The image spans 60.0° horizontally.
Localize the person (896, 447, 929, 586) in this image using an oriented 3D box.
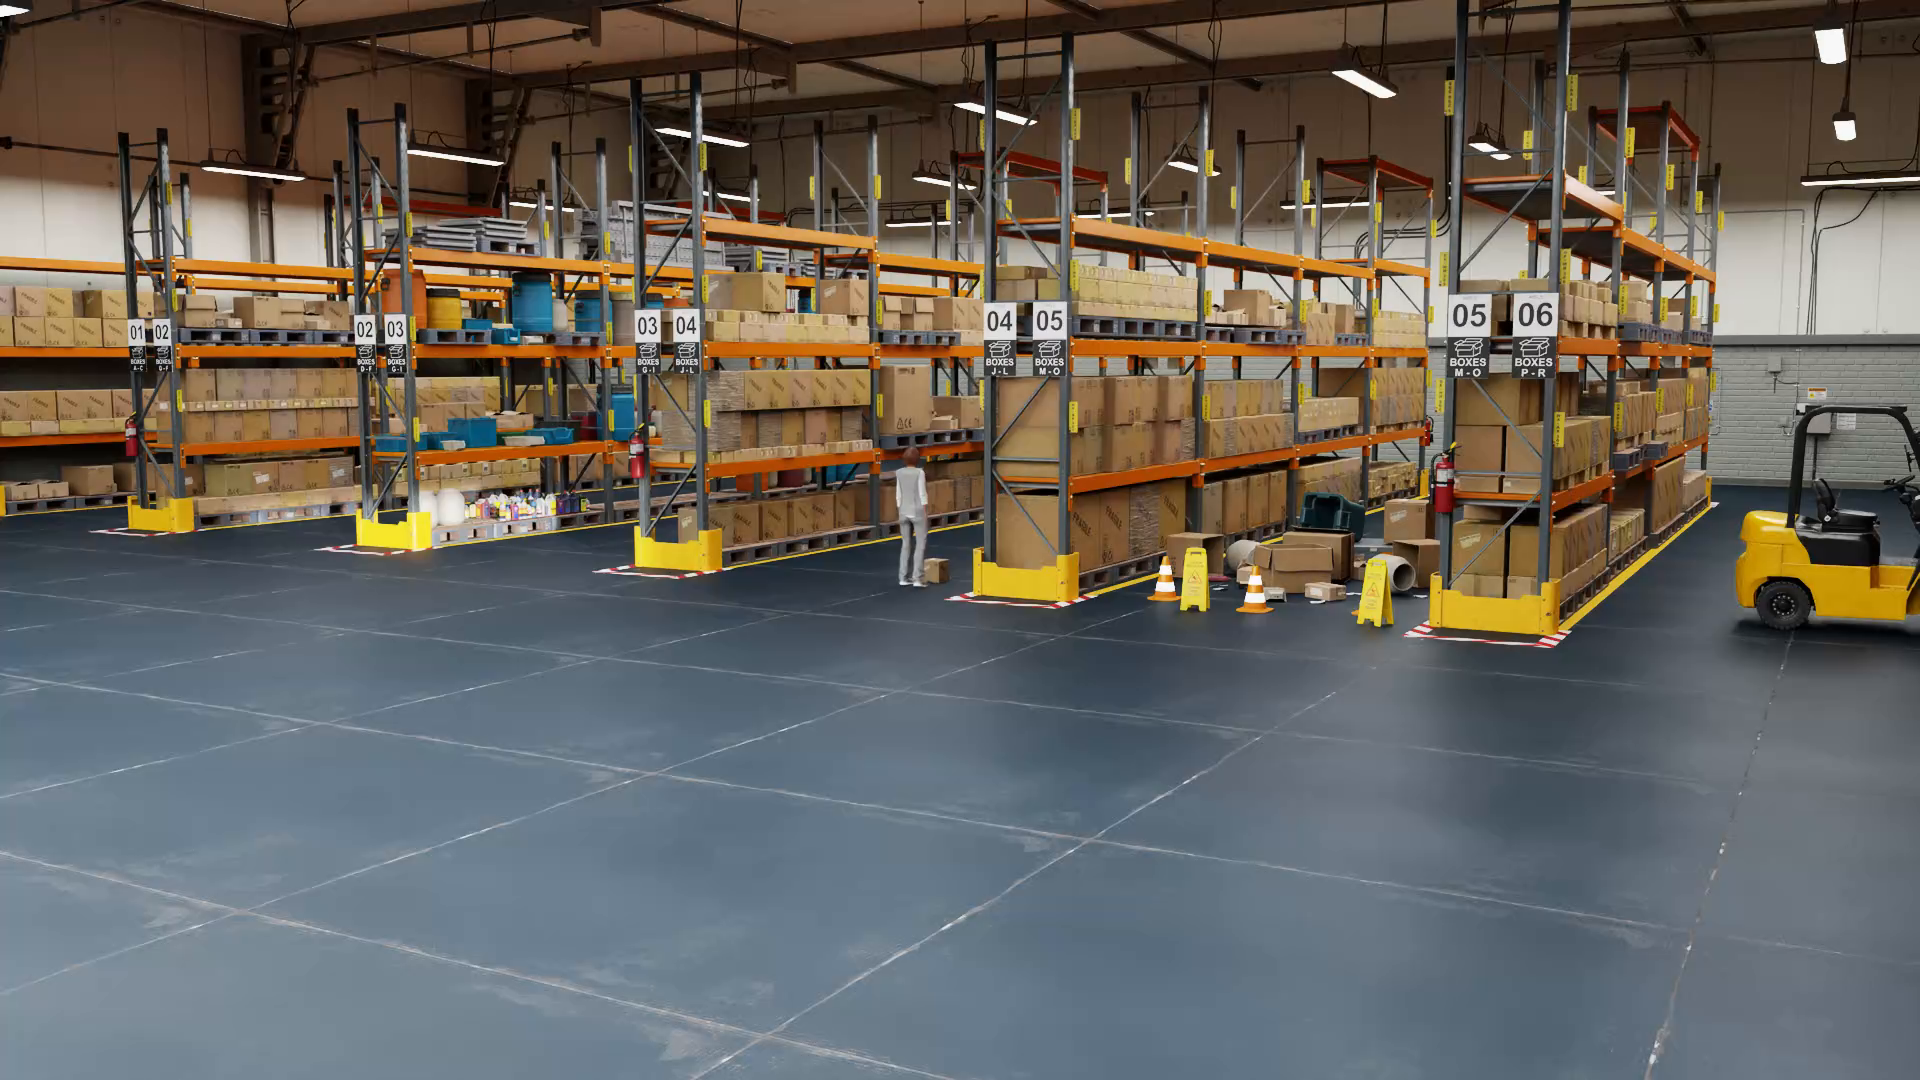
[{"bbox_3d":[-0.550,-0.261,19.046,0.407,1.598,0.303,4,7,30],"label":"person"}]
